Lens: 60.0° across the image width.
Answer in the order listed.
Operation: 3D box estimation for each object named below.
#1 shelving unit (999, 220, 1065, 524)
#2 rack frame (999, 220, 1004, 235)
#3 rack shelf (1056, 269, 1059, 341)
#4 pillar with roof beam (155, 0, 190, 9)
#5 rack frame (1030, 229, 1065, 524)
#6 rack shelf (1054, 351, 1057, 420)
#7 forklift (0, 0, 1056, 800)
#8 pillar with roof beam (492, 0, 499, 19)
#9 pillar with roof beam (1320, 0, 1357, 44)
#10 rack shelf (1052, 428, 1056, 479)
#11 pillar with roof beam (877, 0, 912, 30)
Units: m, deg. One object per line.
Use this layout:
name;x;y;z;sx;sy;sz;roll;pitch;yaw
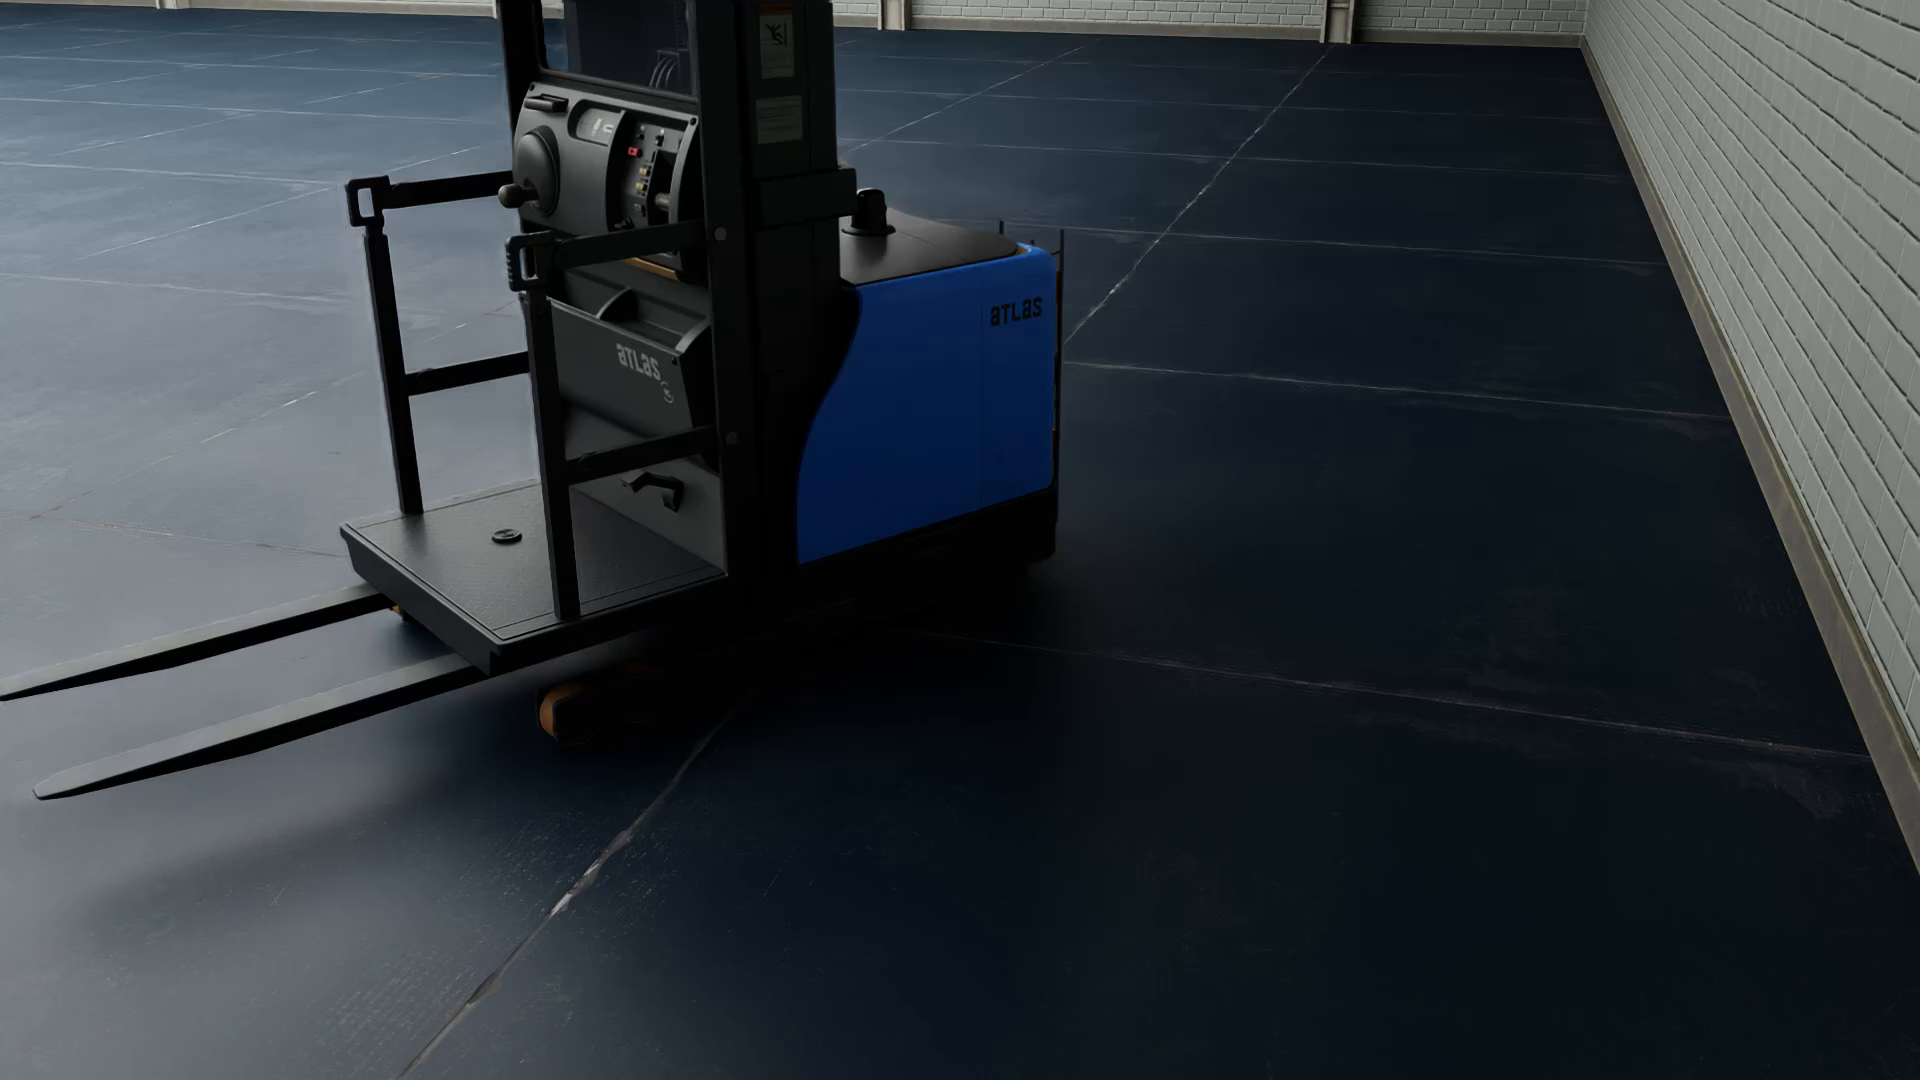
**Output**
shelving unit;0.188;-0.543;5.711;0.252;1.050;0.215;15;27;32
rack frame;0.088;-0.570;5.776;0.008;1.050;0.200;15;27;32
rack shelf;0.188;-0.796;5.607;0.240;0.259;0.215;15;27;32
pillar with roof beam;-13.632;-10.981;20.684;0.400;9.000;9.100;7;23;16
rack frame;0.287;-0.516;5.646;0.008;1.050;0.200;15;27;32
rack shelf;0.188;-0.533;5.715;0.240;0.259;0.215;15;27;32
forklift;-1.139;-1.032;4.424;3.031;2.935;1.130;-18;28;-37
pillar with roof beam;-7.888;-10.324;19.080;0.400;9.000;9.100;7;23;16
pillar with roof beam;3.600;-9.008;15.873;0.400;9.000;9.100;7;23;16
rack shelf;0.188;-0.276;5.820;0.240;0.259;0.215;15;27;32
pillar with roof beam;-2.144;-9.666;17.477;0.400;9.000;9.100;7;23;16
